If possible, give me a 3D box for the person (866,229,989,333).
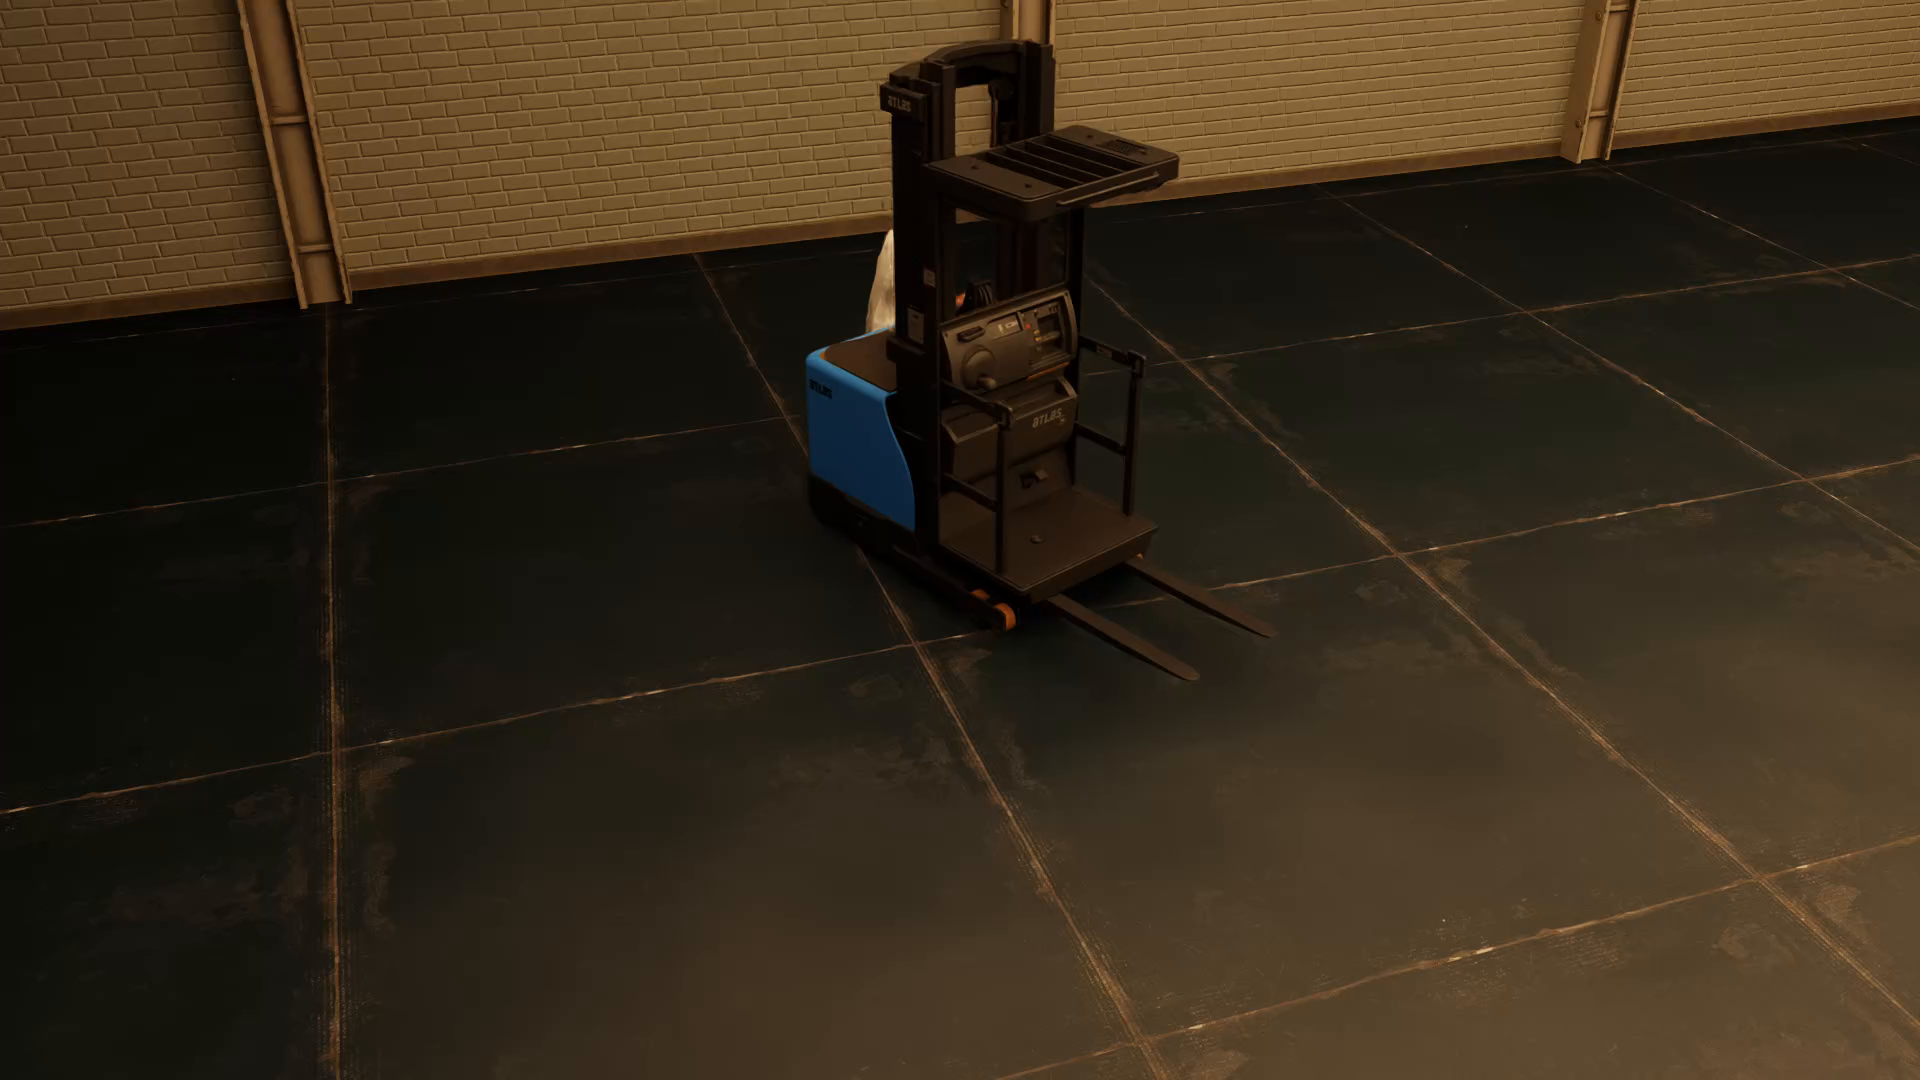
[{"bbox_3d":[-0.230,-1.464,11.051,0.801,1.483,1.567,-6,30,-10],"label":"person"}]

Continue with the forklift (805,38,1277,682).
[{"bbox_3d":[0.417,-1.044,8.902,1.130,2.935,3.031,-24,37,-35],"label":"forklift"}]
